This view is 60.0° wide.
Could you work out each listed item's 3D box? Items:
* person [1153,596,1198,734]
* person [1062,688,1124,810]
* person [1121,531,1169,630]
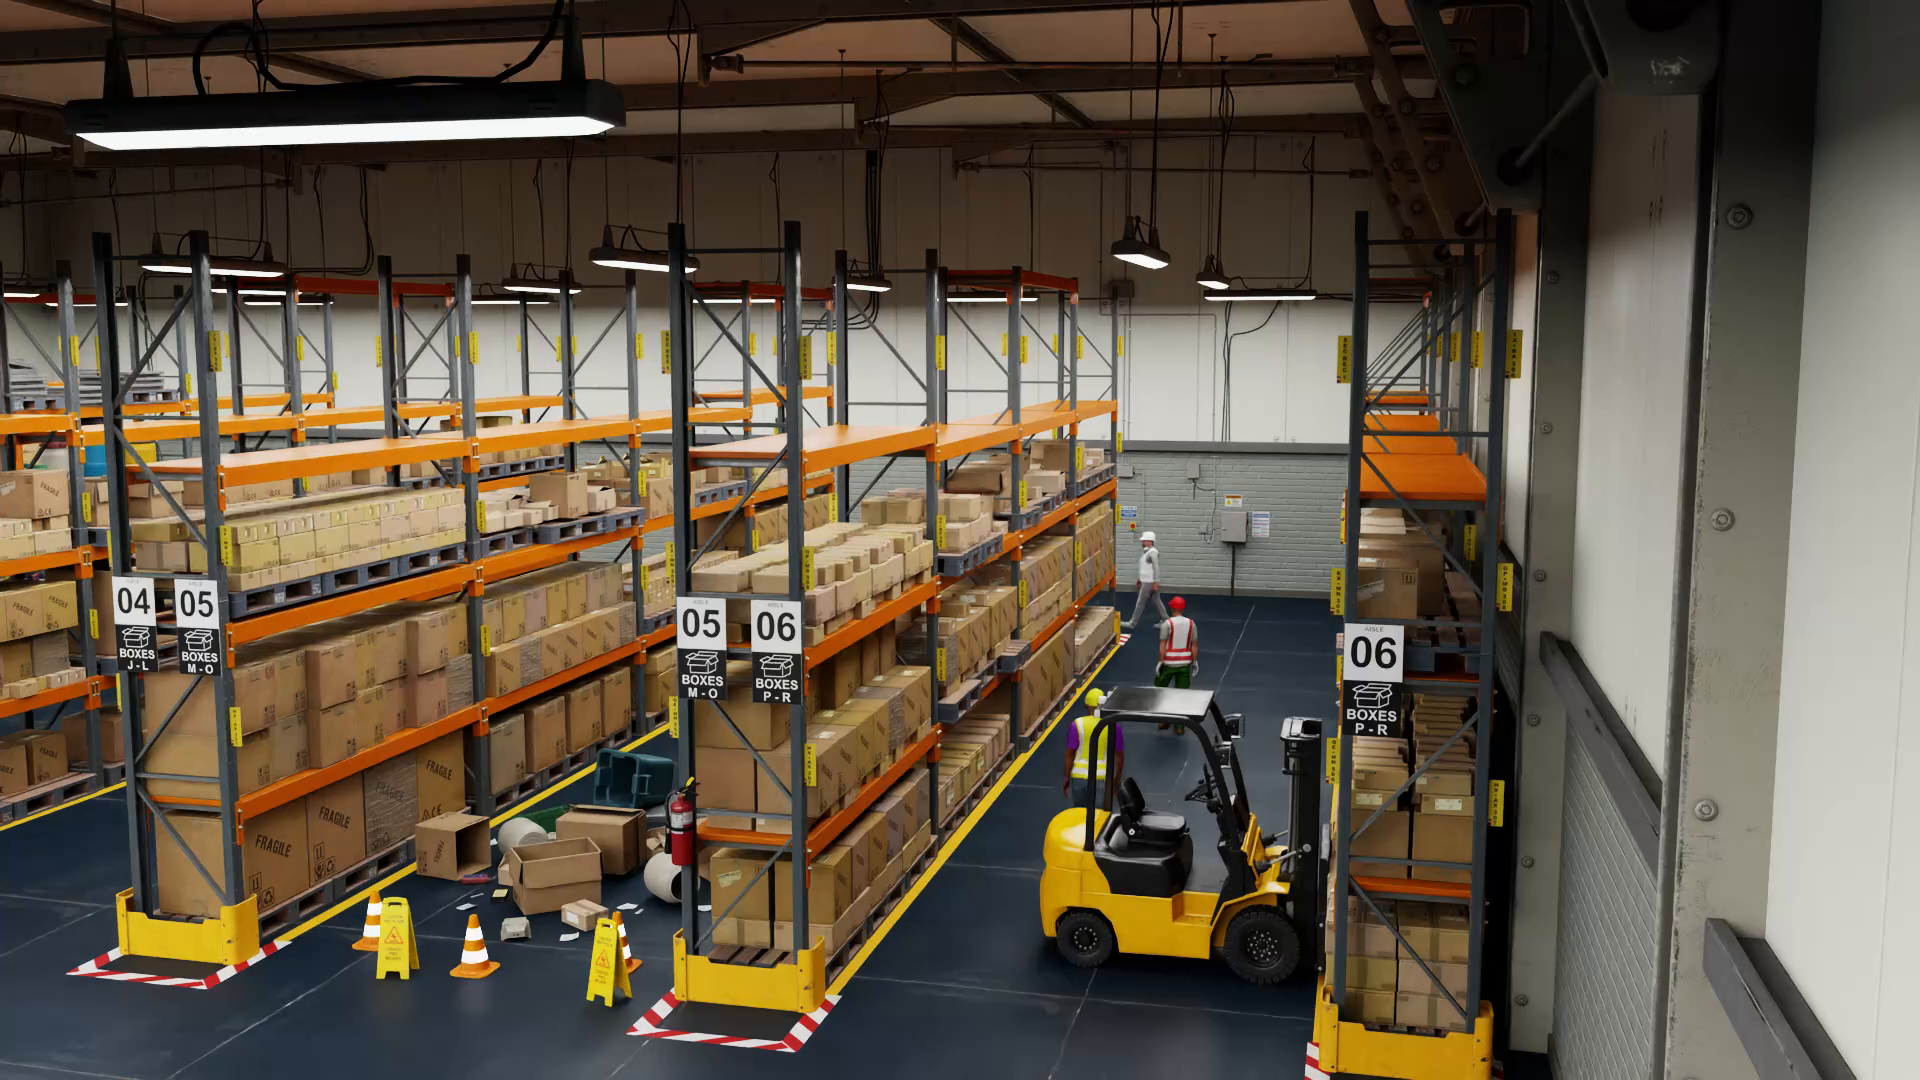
[{"bbox_3d":[2.840,1.631,21.748,0.602,1.791,0.467,-2,7,-15],"label":"person"},{"bbox_3d":[1.297,2.349,16.189,0.585,1.809,0.602,1,7,8],"label":"person"},{"bbox_3d":[3.280,0.715,29.408,0.914,1.744,0.550,0,7,1],"label":"person"}]
